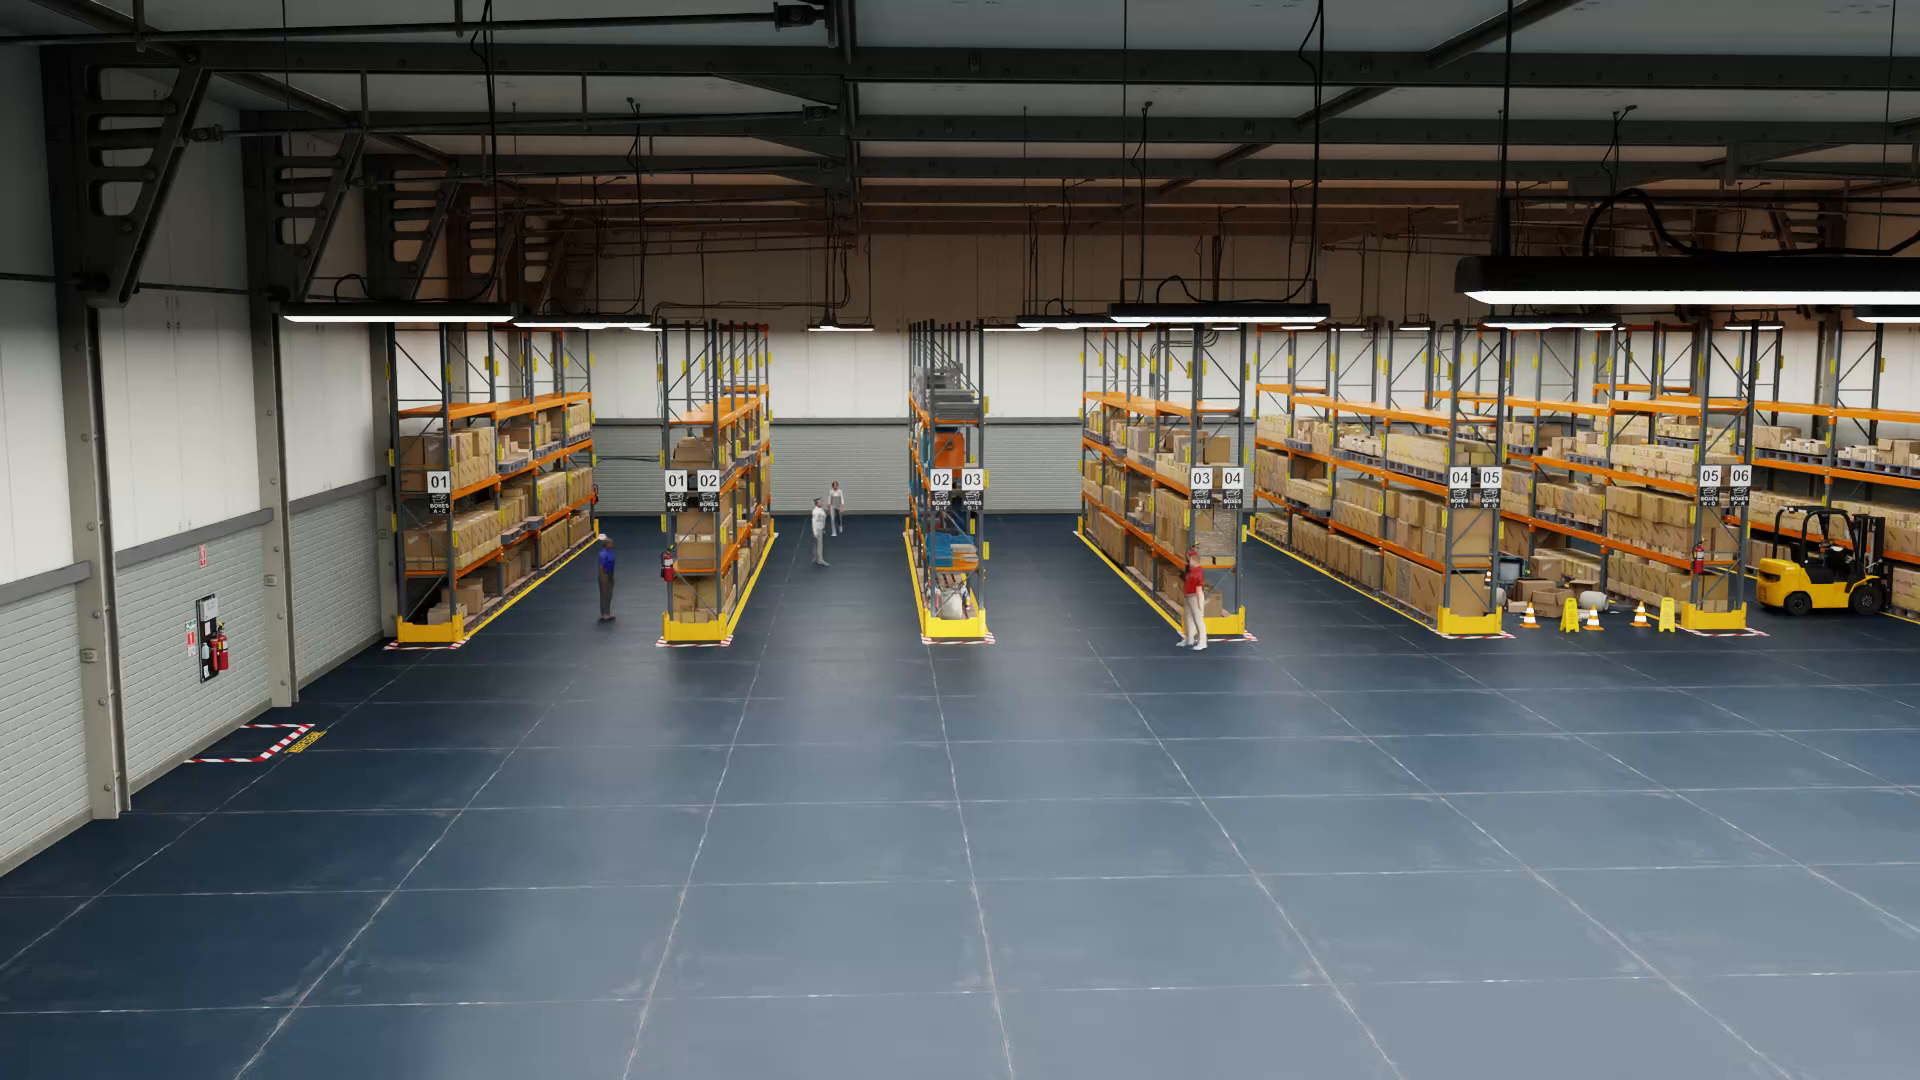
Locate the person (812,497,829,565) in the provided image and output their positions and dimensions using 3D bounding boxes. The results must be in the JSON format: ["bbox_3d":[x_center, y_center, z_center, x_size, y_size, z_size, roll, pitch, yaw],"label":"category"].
[{"bbox_3d":[-3.466,-0.237,41.600,0.483,1.707,0.517,1,7,12],"label":"person"}]

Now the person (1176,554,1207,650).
[{"bbox_3d":[4.250,1.116,30.387,0.436,1.740,0.742,-2,7,-12],"label":"person"}]

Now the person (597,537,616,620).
[{"bbox_3d":[-7.129,0.769,33.525,0.377,1.664,0.495,3,8,22],"label":"person"}]

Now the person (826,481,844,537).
[{"bbox_3d":[-3.550,-0.903,47.317,0.501,1.553,0.759,0,7,-2],"label":"person"}]
